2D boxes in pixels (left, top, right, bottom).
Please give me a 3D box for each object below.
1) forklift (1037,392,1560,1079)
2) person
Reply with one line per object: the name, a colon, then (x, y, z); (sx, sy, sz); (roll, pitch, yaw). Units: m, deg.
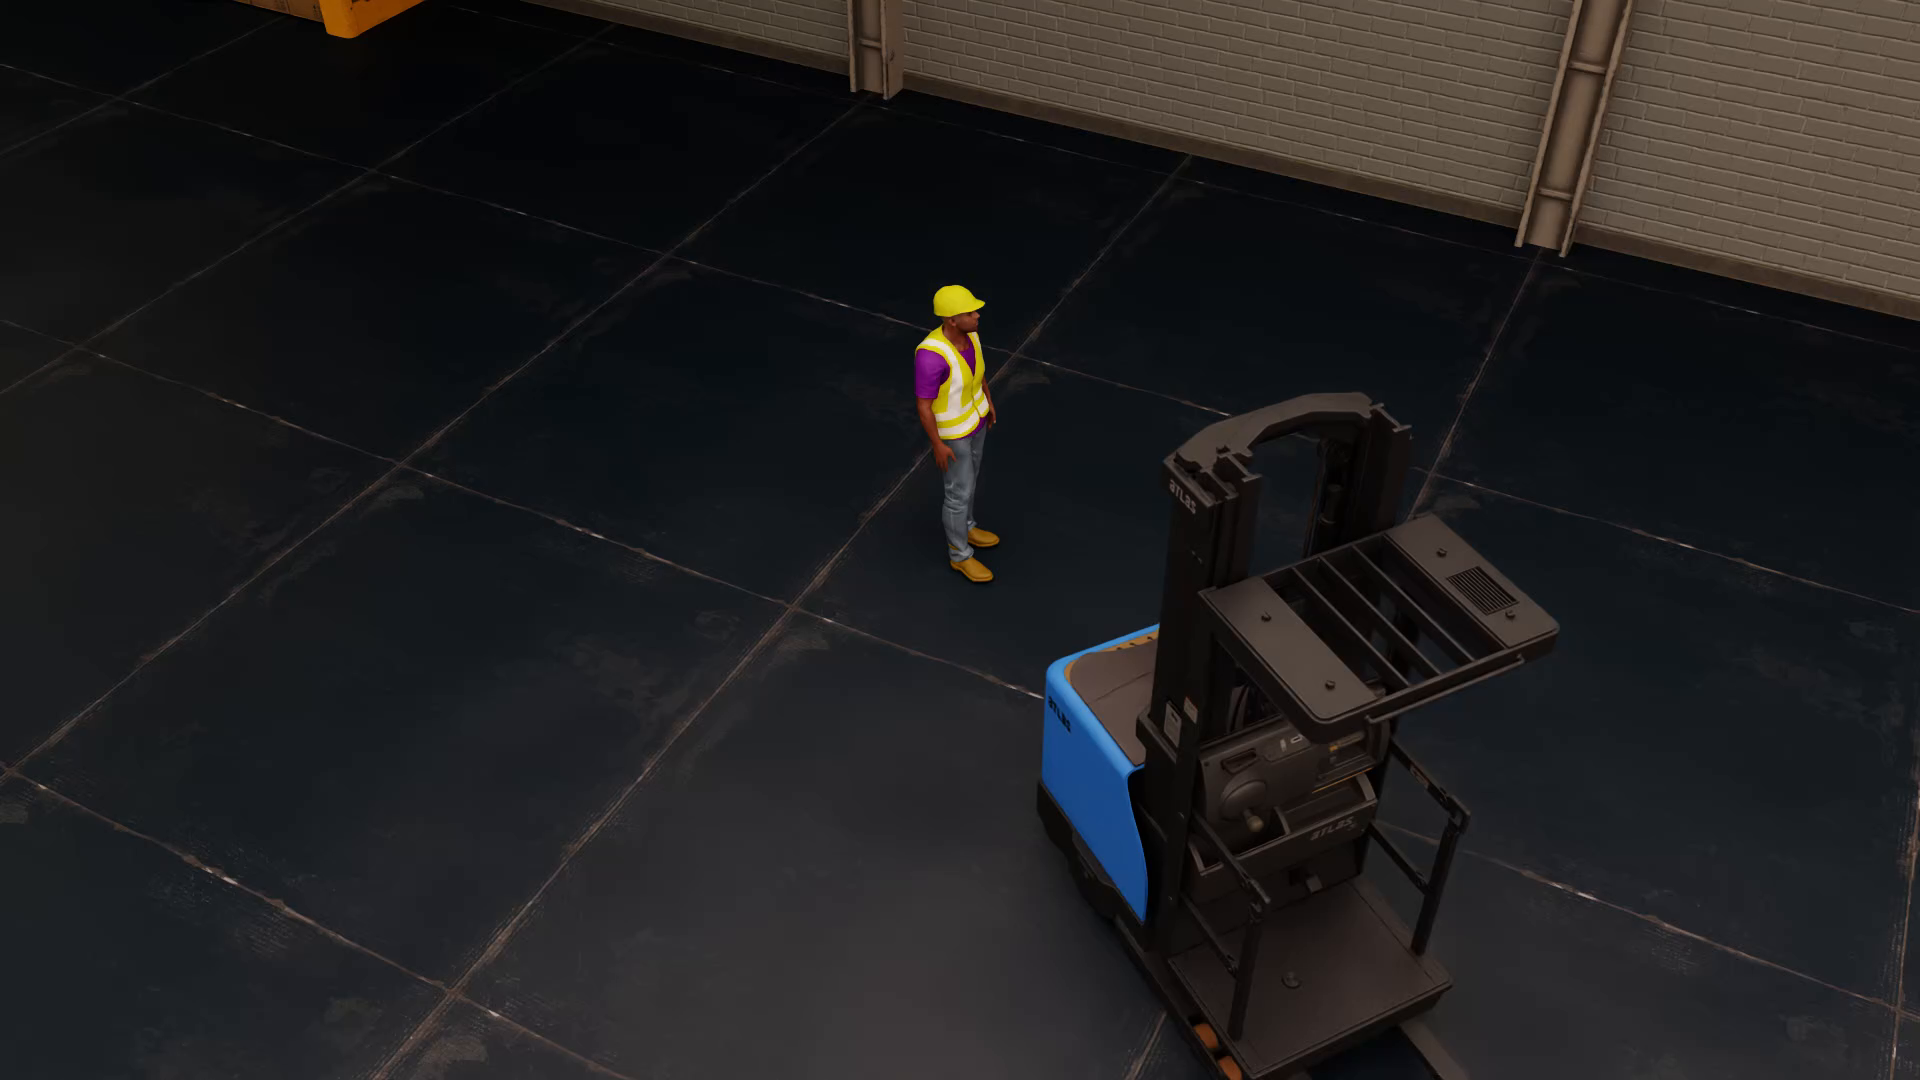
forklift: (1.502, 0.997, 6.803); (1.130, 2.935, 3.031); (-18, 43, -20)
person: (0.058, -0.657, 9.659); (0.577, 1.765, 0.665); (18, 43, 21)
